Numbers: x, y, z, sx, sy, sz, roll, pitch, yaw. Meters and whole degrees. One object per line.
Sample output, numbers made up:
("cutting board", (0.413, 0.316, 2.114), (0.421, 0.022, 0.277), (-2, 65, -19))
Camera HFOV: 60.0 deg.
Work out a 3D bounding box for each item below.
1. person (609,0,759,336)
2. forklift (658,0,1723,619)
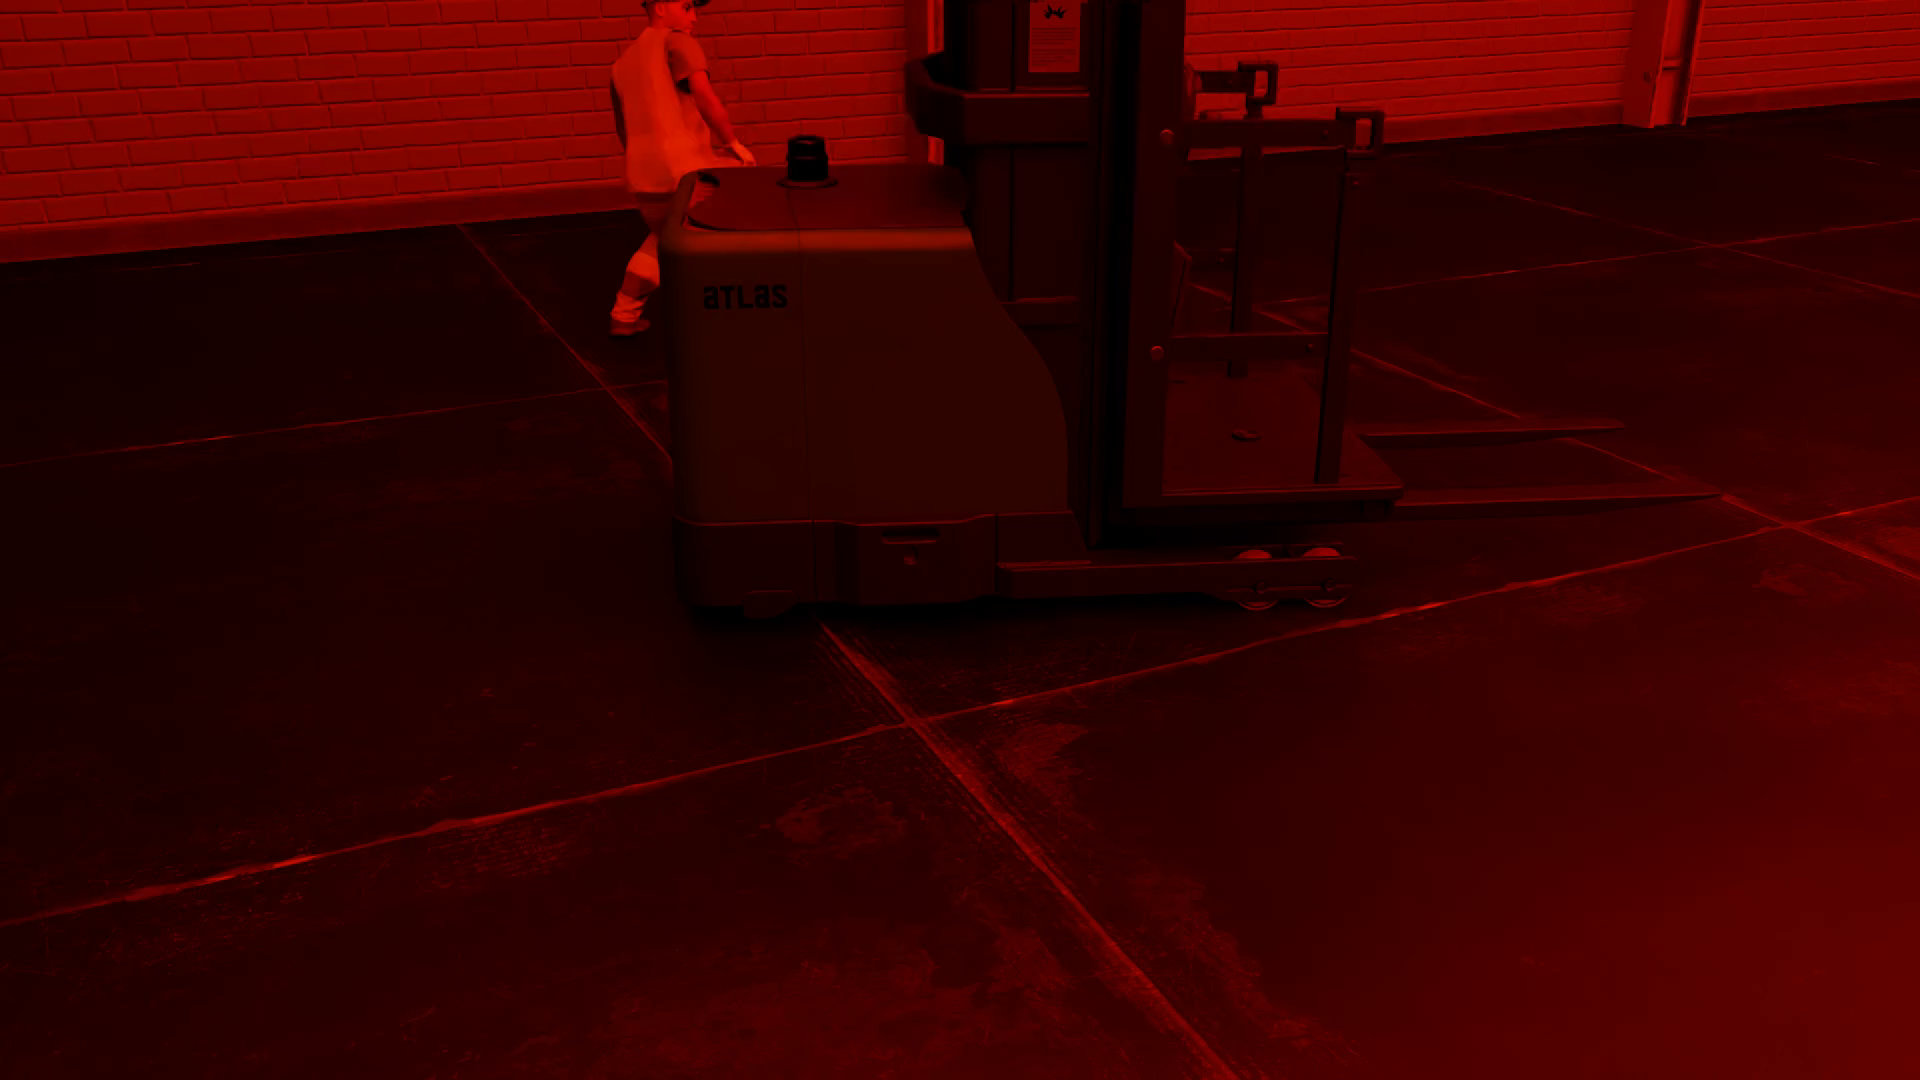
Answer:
("person", (-1.124, -1.568, 6.967), (0.811, 1.535, 0.678), (12, 25, 26))
("forklift", (0.692, -1.358, 4.554), (3.031, 2.935, 1.130), (-2, 23, -5))
